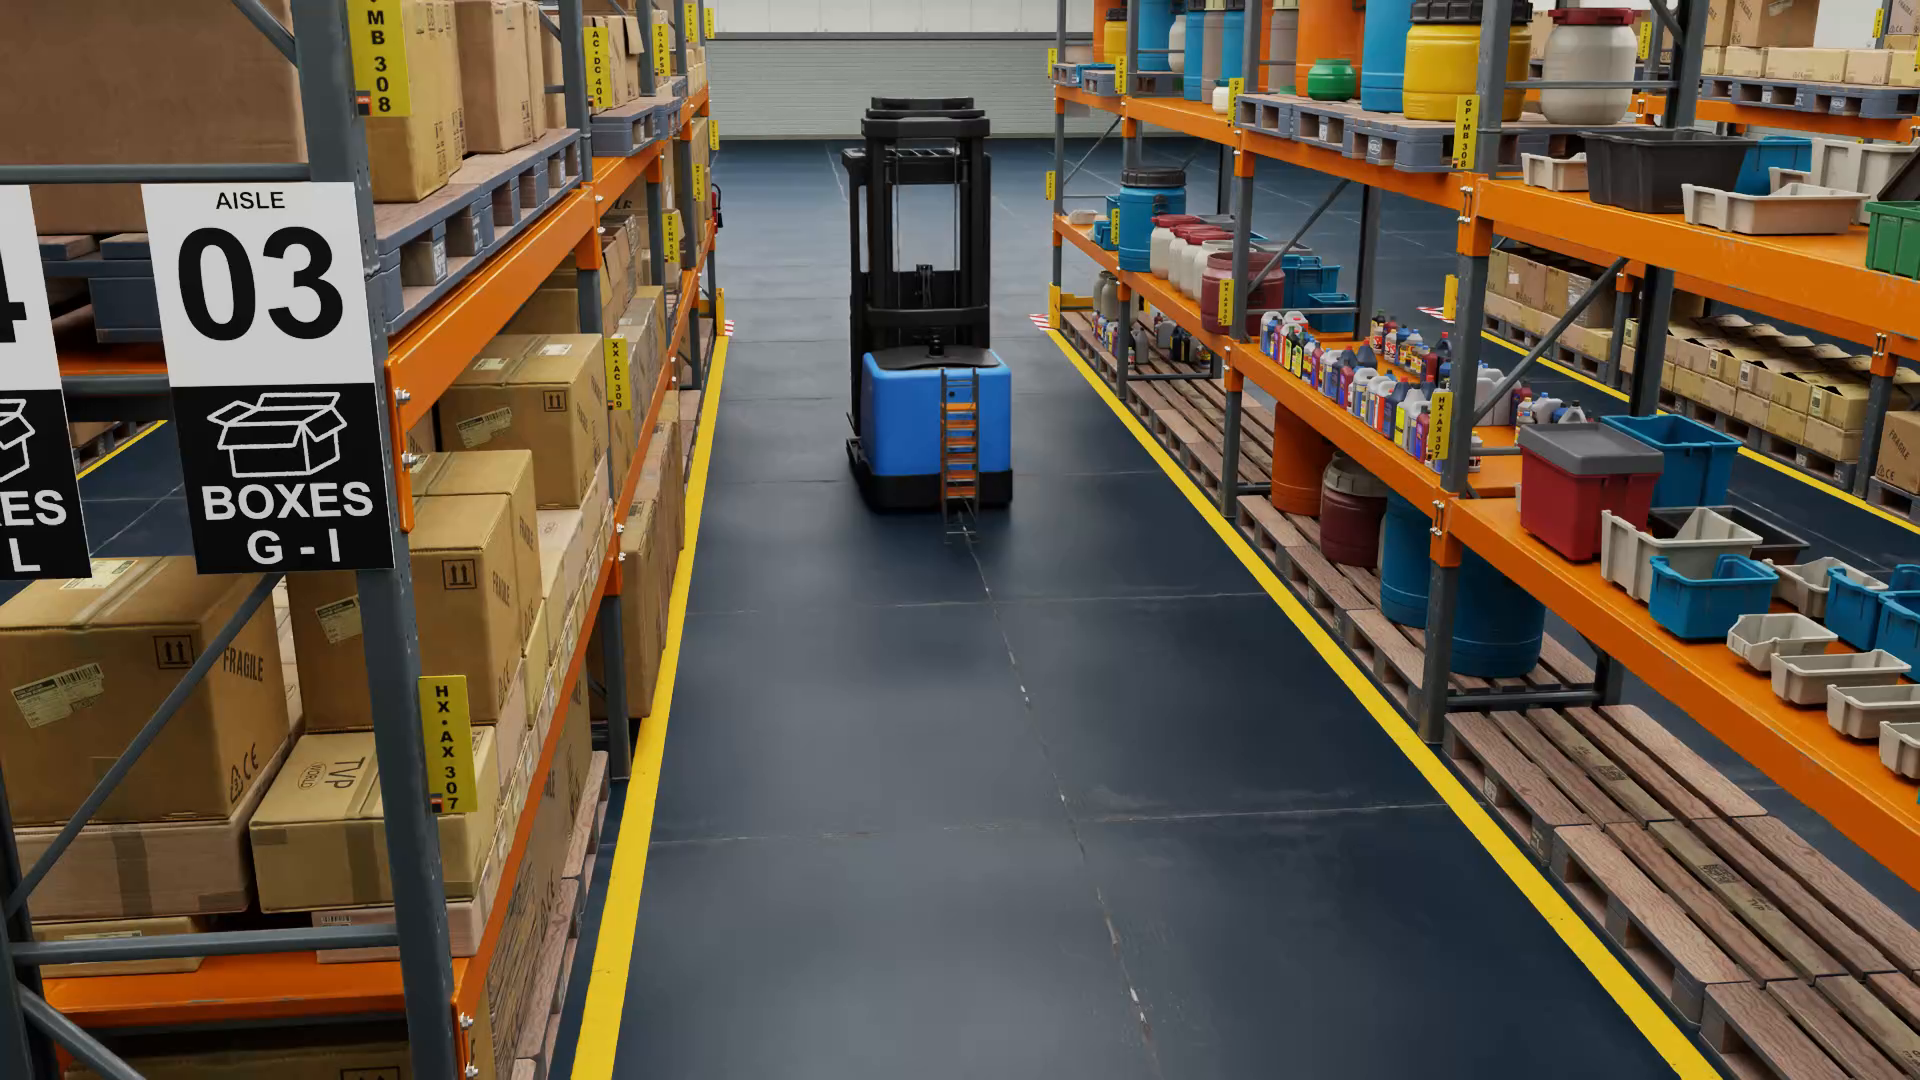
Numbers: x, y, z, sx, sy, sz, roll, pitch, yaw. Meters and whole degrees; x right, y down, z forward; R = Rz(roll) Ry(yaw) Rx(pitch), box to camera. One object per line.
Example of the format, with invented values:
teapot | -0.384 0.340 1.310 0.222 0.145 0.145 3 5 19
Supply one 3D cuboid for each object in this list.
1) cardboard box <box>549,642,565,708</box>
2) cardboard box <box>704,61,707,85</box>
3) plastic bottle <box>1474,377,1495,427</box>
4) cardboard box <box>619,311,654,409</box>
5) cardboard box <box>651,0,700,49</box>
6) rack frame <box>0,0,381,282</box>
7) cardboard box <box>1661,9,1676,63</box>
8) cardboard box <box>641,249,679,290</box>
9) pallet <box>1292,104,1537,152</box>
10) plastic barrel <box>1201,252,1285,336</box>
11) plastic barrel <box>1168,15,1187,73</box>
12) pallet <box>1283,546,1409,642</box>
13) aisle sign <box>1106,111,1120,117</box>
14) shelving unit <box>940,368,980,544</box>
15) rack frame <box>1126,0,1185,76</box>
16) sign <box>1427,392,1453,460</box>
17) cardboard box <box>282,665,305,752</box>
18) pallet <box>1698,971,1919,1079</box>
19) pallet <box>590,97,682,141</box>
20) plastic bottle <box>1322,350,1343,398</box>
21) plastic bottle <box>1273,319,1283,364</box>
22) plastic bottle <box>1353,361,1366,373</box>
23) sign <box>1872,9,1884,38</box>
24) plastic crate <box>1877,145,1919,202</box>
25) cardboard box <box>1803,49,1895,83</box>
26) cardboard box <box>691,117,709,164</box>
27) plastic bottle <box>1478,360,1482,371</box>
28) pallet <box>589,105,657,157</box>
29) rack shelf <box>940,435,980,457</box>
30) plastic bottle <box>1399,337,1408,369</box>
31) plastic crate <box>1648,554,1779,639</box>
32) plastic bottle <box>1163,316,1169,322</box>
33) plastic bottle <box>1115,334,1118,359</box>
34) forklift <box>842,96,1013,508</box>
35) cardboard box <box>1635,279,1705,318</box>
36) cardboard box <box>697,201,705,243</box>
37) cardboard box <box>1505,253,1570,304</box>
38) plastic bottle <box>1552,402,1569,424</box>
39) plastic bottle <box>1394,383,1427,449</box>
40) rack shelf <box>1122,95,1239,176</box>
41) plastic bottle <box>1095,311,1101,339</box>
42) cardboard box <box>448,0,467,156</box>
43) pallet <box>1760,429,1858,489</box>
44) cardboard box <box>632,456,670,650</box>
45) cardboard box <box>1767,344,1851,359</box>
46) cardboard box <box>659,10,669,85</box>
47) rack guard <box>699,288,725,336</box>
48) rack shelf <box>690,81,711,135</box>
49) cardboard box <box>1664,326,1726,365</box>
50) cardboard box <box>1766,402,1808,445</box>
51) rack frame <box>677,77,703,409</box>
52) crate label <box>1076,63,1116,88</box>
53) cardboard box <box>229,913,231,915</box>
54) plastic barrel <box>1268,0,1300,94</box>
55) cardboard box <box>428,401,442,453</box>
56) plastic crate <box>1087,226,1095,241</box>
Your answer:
cardboard box | -1.545 0.463 5.614 0.380 0.149 0.250 -2 18 -7
cardboard box | -3.025 -5.073 18.072 0.500 0.250 0.500 -1 17 -4
plastic bottle | 2.922 -0.789 9.390 0.152 0.276 0.135 -2 18 -6
cardboard box | -2.102 -1.071 9.914 0.500 0.500 0.500 -2 18 -7
cardboard box | -2.915 -5.255 16.902 0.500 0.500 0.500 -2 18 -6
rack frame | -1.677 -1.945 2.849 1.000 3.000 0.127 -2 18 -6
cardboard box | 7.150 -4.867 16.063 0.500 0.500 0.500 0 17 -1
cardboard box | -2.446 -2.101 12.912 0.500 0.250 0.500 -2 18 -7
pallet | 2.539 -2.337 9.420 1.003 0.211 1.213 -2 18 -6
plastic barrel | 2.075 -1.813 12.217 0.600 0.536 0.708 -2 18 -6
plastic barrel | 2.163 -4.630 15.522 0.421 0.512 0.421 0 17 0
pallet | 2.670 0.307 10.345 1.003 0.211 1.213 -2 18 -6
aisle sign | 1.888 -5.274 19.127 0.394 0.787 0.004 -2 18 -6
shelving unit | -0.002 -0.577 11.511 0.258 1.200 0.189 -2 18 -6
rack frame | 2.012 -5.673 14.724 1.000 3.000 0.127 -2 18 -6
sign | 2.290 -0.543 7.937 0.100 0.325 0.005 -2 18 -6
cardboard box | -2.042 0.560 4.641 0.500 0.250 0.500 -2 18 -7
pallet | 3.203 1.848 5.439 1.003 0.211 1.213 -2 18 -6
pallet | -2.383 -2.617 10.313 1.213 0.211 1.003 -1 17 -3
plastic bottle | 2.291 -1.008 10.087 0.152 0.276 0.135 -2 18 -6
plastic bottle | 2.136 -1.325 11.086 0.061 0.283 0.133 -2 18 -6
plastic bottle | 2.355 -0.917 9.805 0.097 0.271 0.097 0 17 0
sign | 10.914 -6.140 19.760 0.100 0.325 0.005 -2 18 -6
plastic crate | 3.366 -1.101 5.272 0.504 0.338 0.767 -2 18 -6
cardboard box | 7.129 -3.791 13.286 0.500 0.250 0.500 -2 18 -7
cardboard box | -3.024 -4.360 18.225 0.500 0.500 0.500 -2 18 -6
plastic bottle | 3.054 -0.925 9.831 0.097 0.271 0.097 0 17 0
pallet | -2.264 -2.284 9.252 1.003 0.211 1.213 -1 17 -3
rack shelf | -0.002 -0.649 11.488 0.258 0.103 0.180 -2 18 -6
plastic bottle | 2.938 -1.226 10.907 0.097 0.201 0.097 0 17 0
plastic crate | 2.783 0.212 6.175 0.416 0.233 0.300 -2 18 -6
plastic bottle | 2.238 -2.262 17.688 0.152 0.276 0.135 -2 18 -7
plastic bottle | 1.639 -1.997 16.719 0.144 0.351 0.185 -3 18 -8
forklift | -0.345 -2.033 13.260 1.130 2.935 3.031 -3 18 -8
cardboard box | 7.203 -2.357 16.814 0.500 0.500 0.500 -2 18 -6
cardboard box | -2.916 -3.134 15.987 0.875 0.500 0.500 -2 18 -6
cardboard box | 6.479 -2.937 18.661 0.500 0.500 0.500 -2 18 -6
plastic bottle | 3.170 -0.591 8.767 0.097 0.271 0.097 0 17 0
plastic bottle | 2.417 -0.668 8.878 0.144 0.351 0.185 -2 18 -6
rack shelf | 2.218 -3.303 13.383 1.077 0.370 4.000 -2 18 -6
plastic bottle | 1.482 -2.299 17.792 0.061 0.283 0.133 -1 17 -5
cardboard box | -1.985 -1.450 5.244 0.700 0.500 0.500 -1 17 -3
pallet | 7.306 -0.687 13.514 1.003 0.211 1.213 -2 18 -6
cardboard box | -2.268 0.083 9.252 1.225 0.875 0.875 -2 18 -8
cardboard box | 7.424 -1.554 14.571 0.500 0.311 0.500 -2 18 -6
cardboard box | -2.343 -3.483 11.753 0.500 0.500 0.500 -2 18 -5
rack guard | -3.319 -2.634 19.234 1.175 0.500 0.348 -2 18 -6
rack shelf | -3.121 -4.342 16.692 1.077 0.370 4.000 -2 18 -6
cardboard box | 6.781 -1.839 15.479 0.500 0.311 0.500 -2 18 -6
cardboard box | 6.998 -0.962 13.624 0.500 0.250 0.500 -2 18 -6
rack frame | -2.914 -2.658 15.136 1.000 3.000 0.127 -2 18 -6
crate label | 1.464 -4.795 17.183 0.502 0.251 0.408 -2 18 -6
cardboard box | -2.069 0.864 4.337 0.380 0.149 0.250 -2 18 -5
plastic barrel | 2.556 -3.541 12.103 0.600 0.901 0.600 0 17 0
cardboard box | -2.251 -0.405 6.461 0.500 0.500 0.500 -2 18 -6
plastic crate | 1.593 -3.161 17.178 0.530 0.136 0.437 -2 18 -6
